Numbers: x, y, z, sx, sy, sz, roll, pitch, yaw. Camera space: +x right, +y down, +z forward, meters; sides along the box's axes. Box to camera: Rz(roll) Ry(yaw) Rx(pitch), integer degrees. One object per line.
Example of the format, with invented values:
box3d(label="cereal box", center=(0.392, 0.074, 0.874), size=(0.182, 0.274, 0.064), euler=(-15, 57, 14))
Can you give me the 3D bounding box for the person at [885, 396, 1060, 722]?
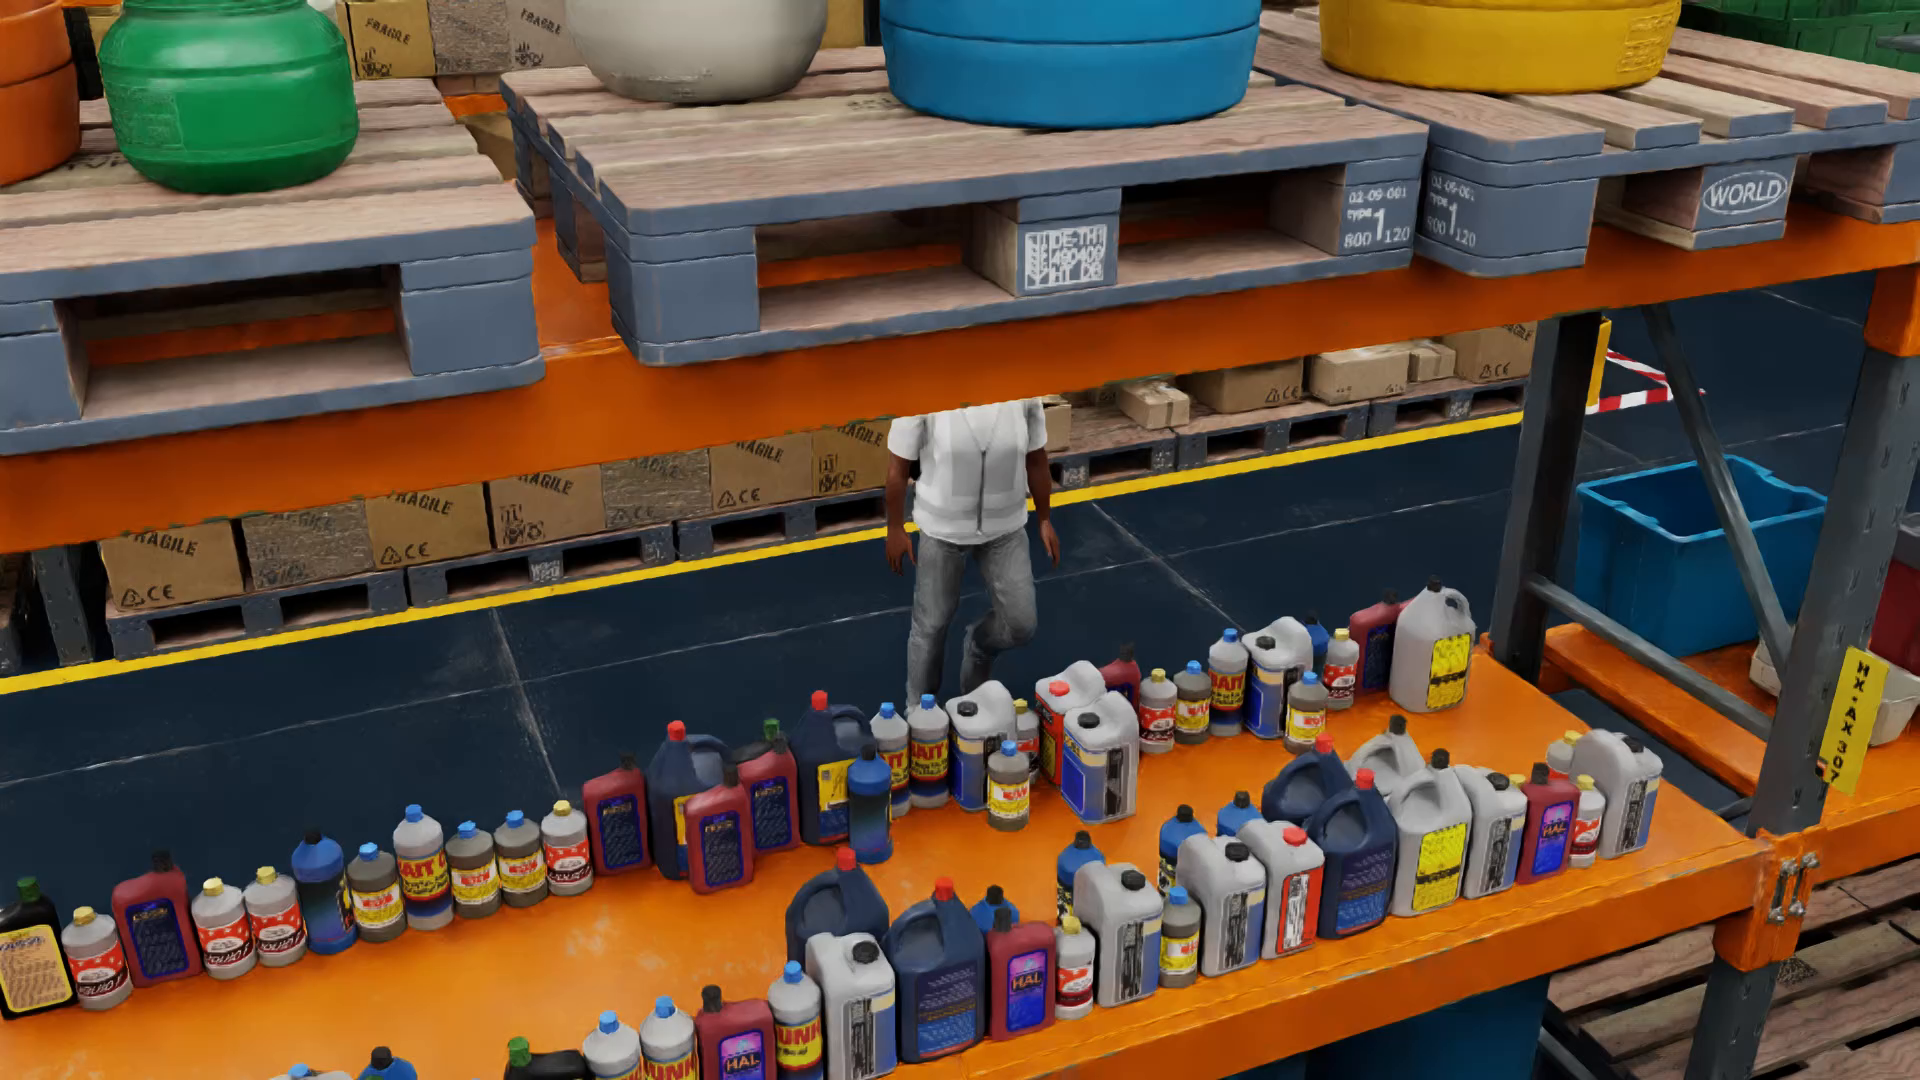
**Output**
box3d(label="person", center=(0.035, -0.070, 6.192), size=(0.650, 1.751, 0.507), euler=(-6, 26, -12))
